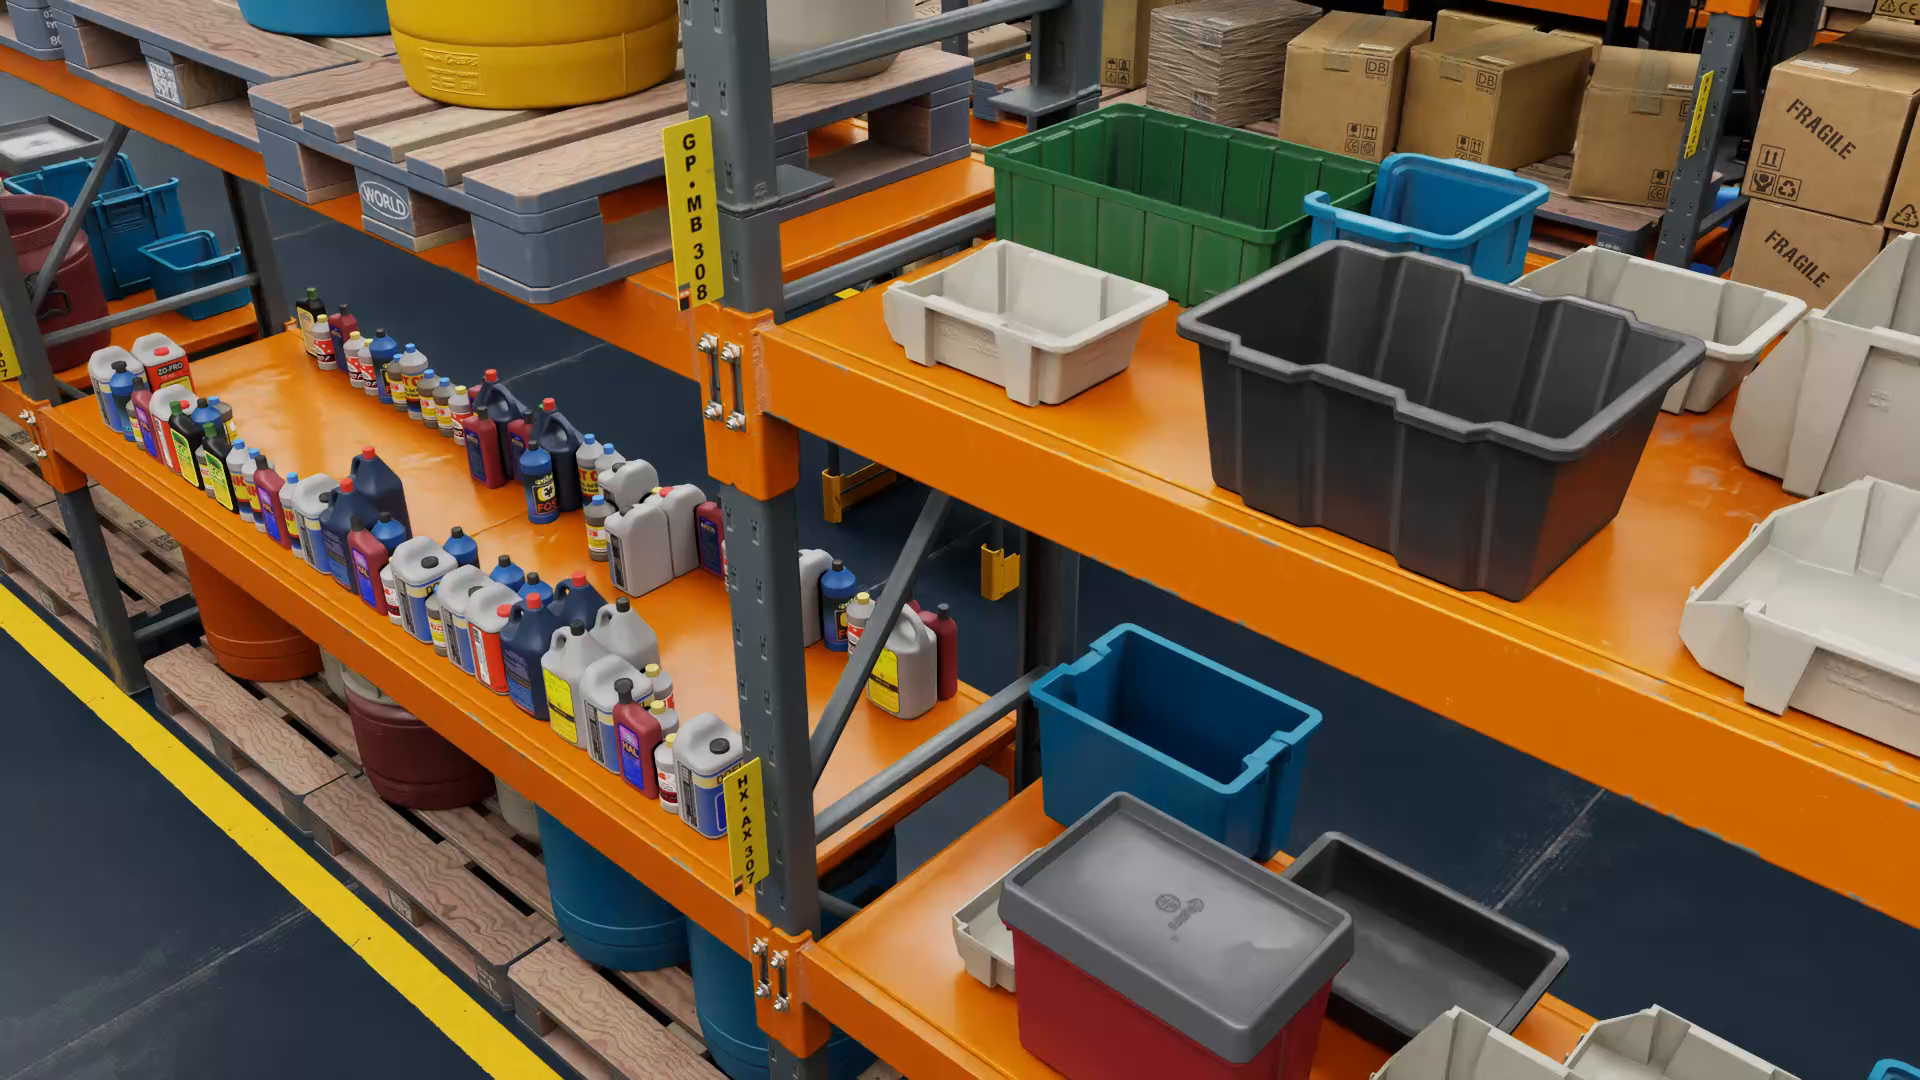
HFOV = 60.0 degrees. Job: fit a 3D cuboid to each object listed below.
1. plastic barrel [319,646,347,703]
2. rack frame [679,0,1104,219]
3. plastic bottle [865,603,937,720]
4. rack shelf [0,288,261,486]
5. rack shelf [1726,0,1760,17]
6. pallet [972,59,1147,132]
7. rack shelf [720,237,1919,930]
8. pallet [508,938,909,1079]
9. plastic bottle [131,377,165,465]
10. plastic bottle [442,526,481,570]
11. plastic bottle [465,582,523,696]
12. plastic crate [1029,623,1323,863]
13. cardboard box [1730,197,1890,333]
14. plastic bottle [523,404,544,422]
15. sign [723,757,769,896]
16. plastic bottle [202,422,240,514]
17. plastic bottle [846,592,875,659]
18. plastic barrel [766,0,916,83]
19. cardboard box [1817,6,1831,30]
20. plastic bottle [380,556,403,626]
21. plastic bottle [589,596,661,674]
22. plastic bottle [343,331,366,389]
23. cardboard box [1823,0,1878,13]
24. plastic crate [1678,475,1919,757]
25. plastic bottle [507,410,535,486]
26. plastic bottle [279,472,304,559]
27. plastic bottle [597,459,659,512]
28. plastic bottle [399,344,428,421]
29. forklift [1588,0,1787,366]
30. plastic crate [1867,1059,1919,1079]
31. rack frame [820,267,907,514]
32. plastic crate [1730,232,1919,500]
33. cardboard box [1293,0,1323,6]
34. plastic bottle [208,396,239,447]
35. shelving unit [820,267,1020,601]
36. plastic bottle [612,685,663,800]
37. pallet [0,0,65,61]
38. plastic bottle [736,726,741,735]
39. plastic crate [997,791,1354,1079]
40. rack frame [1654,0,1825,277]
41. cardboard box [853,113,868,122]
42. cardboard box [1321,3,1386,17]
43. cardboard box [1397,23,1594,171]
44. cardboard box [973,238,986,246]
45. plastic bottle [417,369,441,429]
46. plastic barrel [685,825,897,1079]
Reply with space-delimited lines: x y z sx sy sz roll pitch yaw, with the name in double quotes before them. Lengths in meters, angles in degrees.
"plastic barrel" -2.198 0.349 6.266 0.421 0.512 0.421 0 31 0
"rack frame" -0.085 -2.046 2.424 0.127 3.000 1.000 25 39 35
"plastic bottle" -0.158 0.285 4.416 0.185 0.351 0.144 25 39 35
"rack shelf" -4.533 -1.244 7.606 4.000 0.370 1.077 25 39 35
"rack shelf" 4.725 -1.654 5.378 4.000 0.370 1.077 25 39 35
"pallet" 0.826 -2.463 9.120 1.003 0.211 1.213 25 39 35
"rack shelf" 1.398 0.239 2.234 4.000 0.370 1.077 25 39 35
"pallet" -0.629 1.436 5.161 1.213 0.211 1.003 25 39 35
"plastic bottle" -2.734 -0.406 5.629 0.133 0.283 0.061 25 39 35
"plastic bottle" -1.441 0.084 4.826 0.097 0.271 0.097 0 31 0
"plastic bottle" -1.239 0.263 4.525 0.135 0.276 0.152 25 39 35
"plastic crate" 0.490 0.536 3.908 0.575 0.384 0.392 25 39 35
"cardboard box" 3.437 -1.131 6.624 0.500 0.500 0.500 26 40 36
"plastic bottle" -1.381 -0.328 5.500 0.133 0.283 0.061 25 39 35
"sign" -0.455 0.615 3.552 0.005 0.325 0.100 25 39 35
"plastic bottle" -2.364 -0.233 5.342 0.133 0.283 0.061 25 39 35
"plastic bottle" -0.267 0.240 4.636 0.097 0.201 0.097 0 31 0
"plastic barrel" -0.307 -1.277 3.516 0.433 0.535 0.433 0 31 0
"cardboard box" 5.522 -3.428 10.761 0.250 0.149 0.380 25 39 35
"plastic bottle" -1.615 0.139 4.804 0.097 0.201 0.097 0 31 0
"plastic bottle" -0.889 0.297 4.396 0.185 0.351 0.144 25 39 35
"plastic bottle" -2.220 -0.672 6.150 0.097 0.201 0.097 0 31 0
"cardboard box" 5.667 -3.680 10.549 0.500 0.500 0.500 25 39 35
"plastic crate" 1.182 0.116 1.997 0.530 0.136 0.437 25 39 35
"plastic bottle" -1.422 -0.305 5.461 0.133 0.283 0.061 25 39 35
"plastic bottle" -2.023 -0.082 5.102 0.097 0.271 0.097 0 31 0
"plastic bottle" -1.031 -0.130 5.177 0.135 0.276 0.152 25 39 35
"plastic bottle" -1.931 -0.567 5.908 0.097 0.271 0.097 0 31 0
"forklift" 4.235 -2.937 9.787 1.130 2.935 3.031 -1 31 -1
"plastic crate" 1.720 1.183 2.980 0.300 0.233 0.416 25 39 35
"rack frame" -0.440 -0.848 7.704 0.032 1.500 0.500 25 39 35
"plastic crate" 1.445 -0.211 2.399 0.530 0.282 0.437 25 39 35
"cardboard box" 2.648 -4.538 13.650 0.500 0.250 0.500 26 40 36
"plastic bottle" -2.534 -0.396 5.692 0.097 0.201 0.097 0 31 0
"shelving unit" -0.057 -0.669 7.407 1.083 1.500 0.587 25 39 35
"plastic bottle" -0.796 0.498 4.127 0.133 0.283 0.061 25 39 35
"pallet" -2.549 -1.763 5.044 1.213 0.211 1.003 25 39 35
"plastic bottle" -0.524 0.542 4.134 0.097 0.201 0.097 0 31 0
"plastic crate" 0.409 0.876 3.267 0.583 0.464 0.402 25 39 35
"rack frame" 3.242 -1.369 7.116 0.127 3.000 1.000 25 39 35
"cardboard box" -0.687 -2.645 10.950 0.500 0.311 0.500 24 38 34
"cardboard box" 3.029 -3.996 13.476 0.500 0.500 0.700 26 39 36
"cardboard box" 2.488 -2.055 7.751 0.700 0.500 0.500 -22 38 -32
"cardboard box" 0.422 -1.604 9.503 0.500 0.500 0.500 27 40 37
"plastic bottle" -1.859 -0.503 5.870 0.097 0.201 0.097 0 31 0
"plastic barrel" -0.477 1.048 4.728 0.708 0.901 0.600 25 39 35
